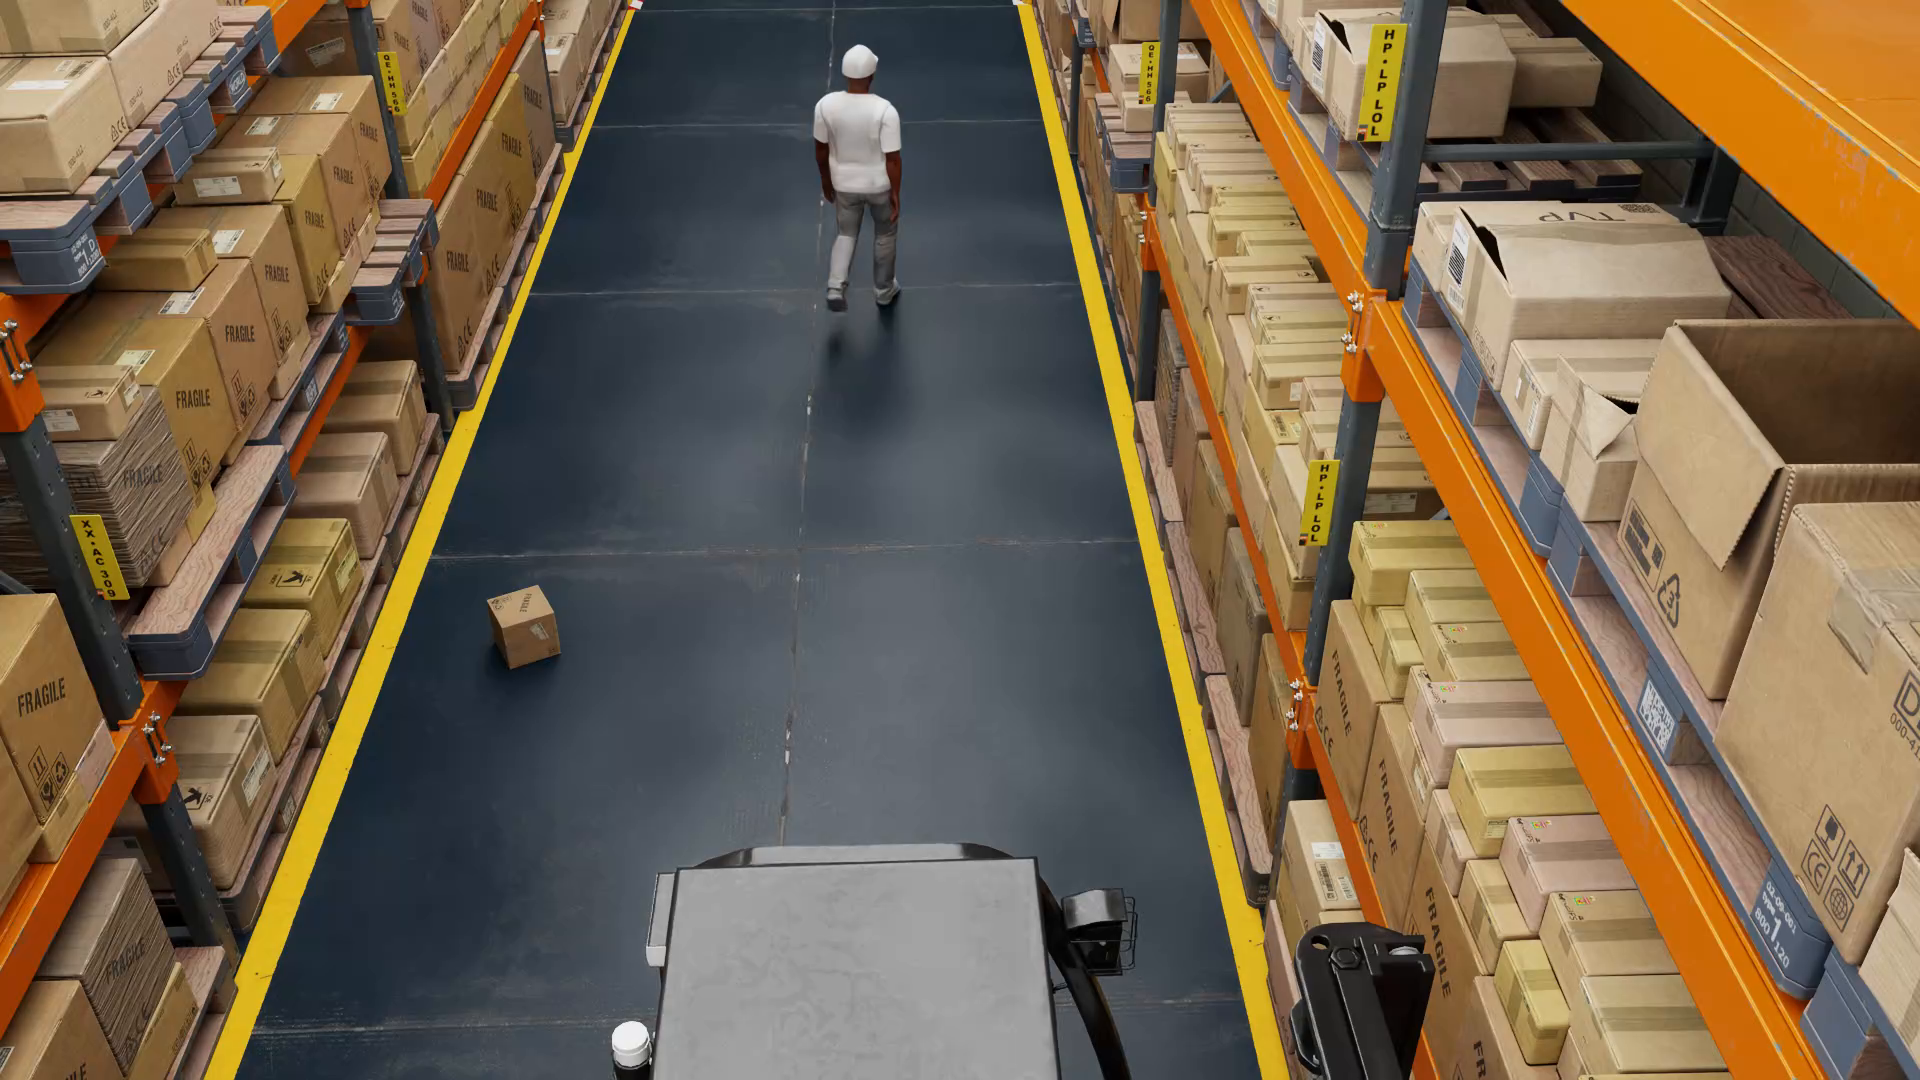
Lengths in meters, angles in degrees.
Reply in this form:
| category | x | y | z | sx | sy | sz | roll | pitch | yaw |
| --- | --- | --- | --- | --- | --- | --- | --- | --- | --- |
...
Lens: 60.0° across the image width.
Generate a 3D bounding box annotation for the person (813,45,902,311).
| category | x | y | z | sx | sy | sz | roll | pitch | yaw |
| --- | --- | --- | --- | --- | --- | --- | --- | --- | --- |
| person | -0.621 | -2.202 | 10.306 | 0.569 | 1.743 | 0.808 | 8 | 36 | 11 |
